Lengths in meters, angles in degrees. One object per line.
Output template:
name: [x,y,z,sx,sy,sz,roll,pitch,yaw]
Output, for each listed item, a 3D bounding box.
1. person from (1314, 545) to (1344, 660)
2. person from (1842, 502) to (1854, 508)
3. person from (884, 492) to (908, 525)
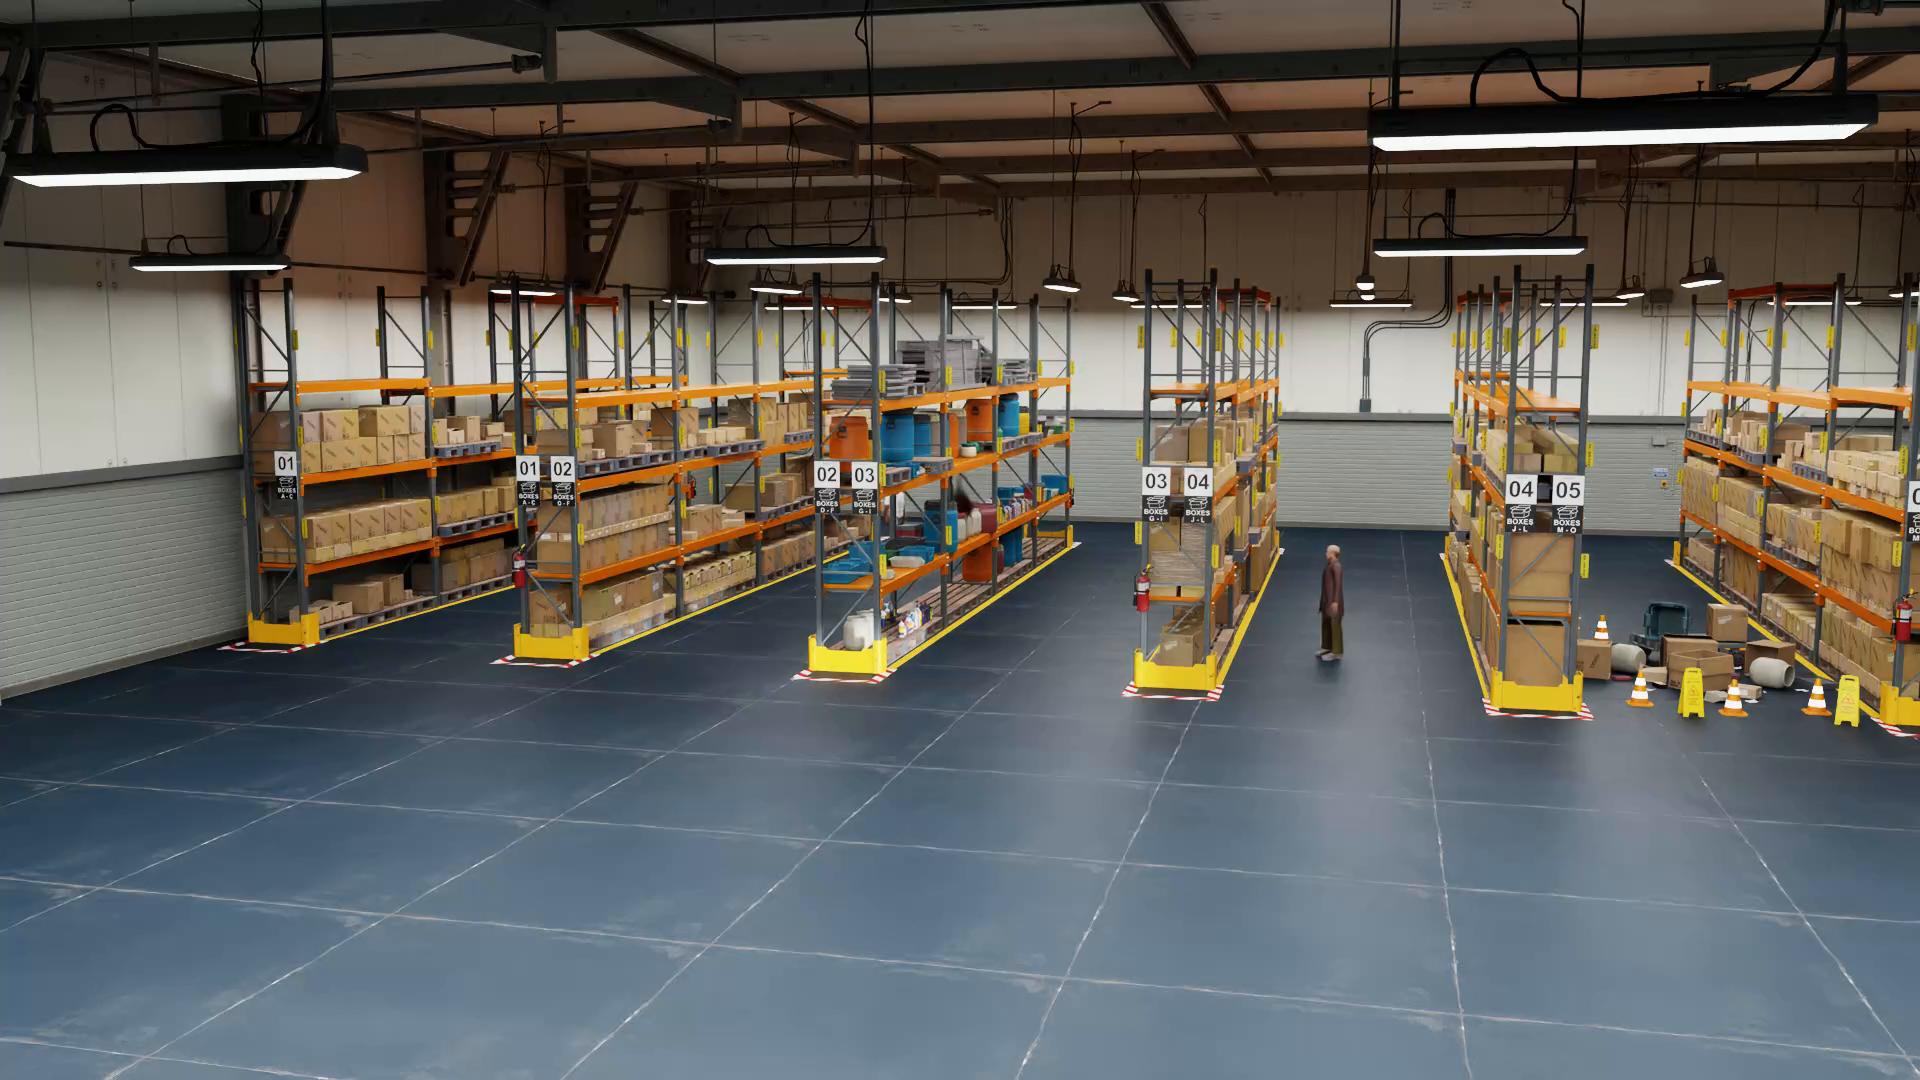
person: [5.837,0.972,26.217,0.414,1.789,0.603,-2,7,-13]
person: [18.622,-0.090,35.085,0.682,1.793,0.611,4,8,32]
person: [-1.440,-0.541,38.978,0.582,1.767,0.596,5,9,37]
